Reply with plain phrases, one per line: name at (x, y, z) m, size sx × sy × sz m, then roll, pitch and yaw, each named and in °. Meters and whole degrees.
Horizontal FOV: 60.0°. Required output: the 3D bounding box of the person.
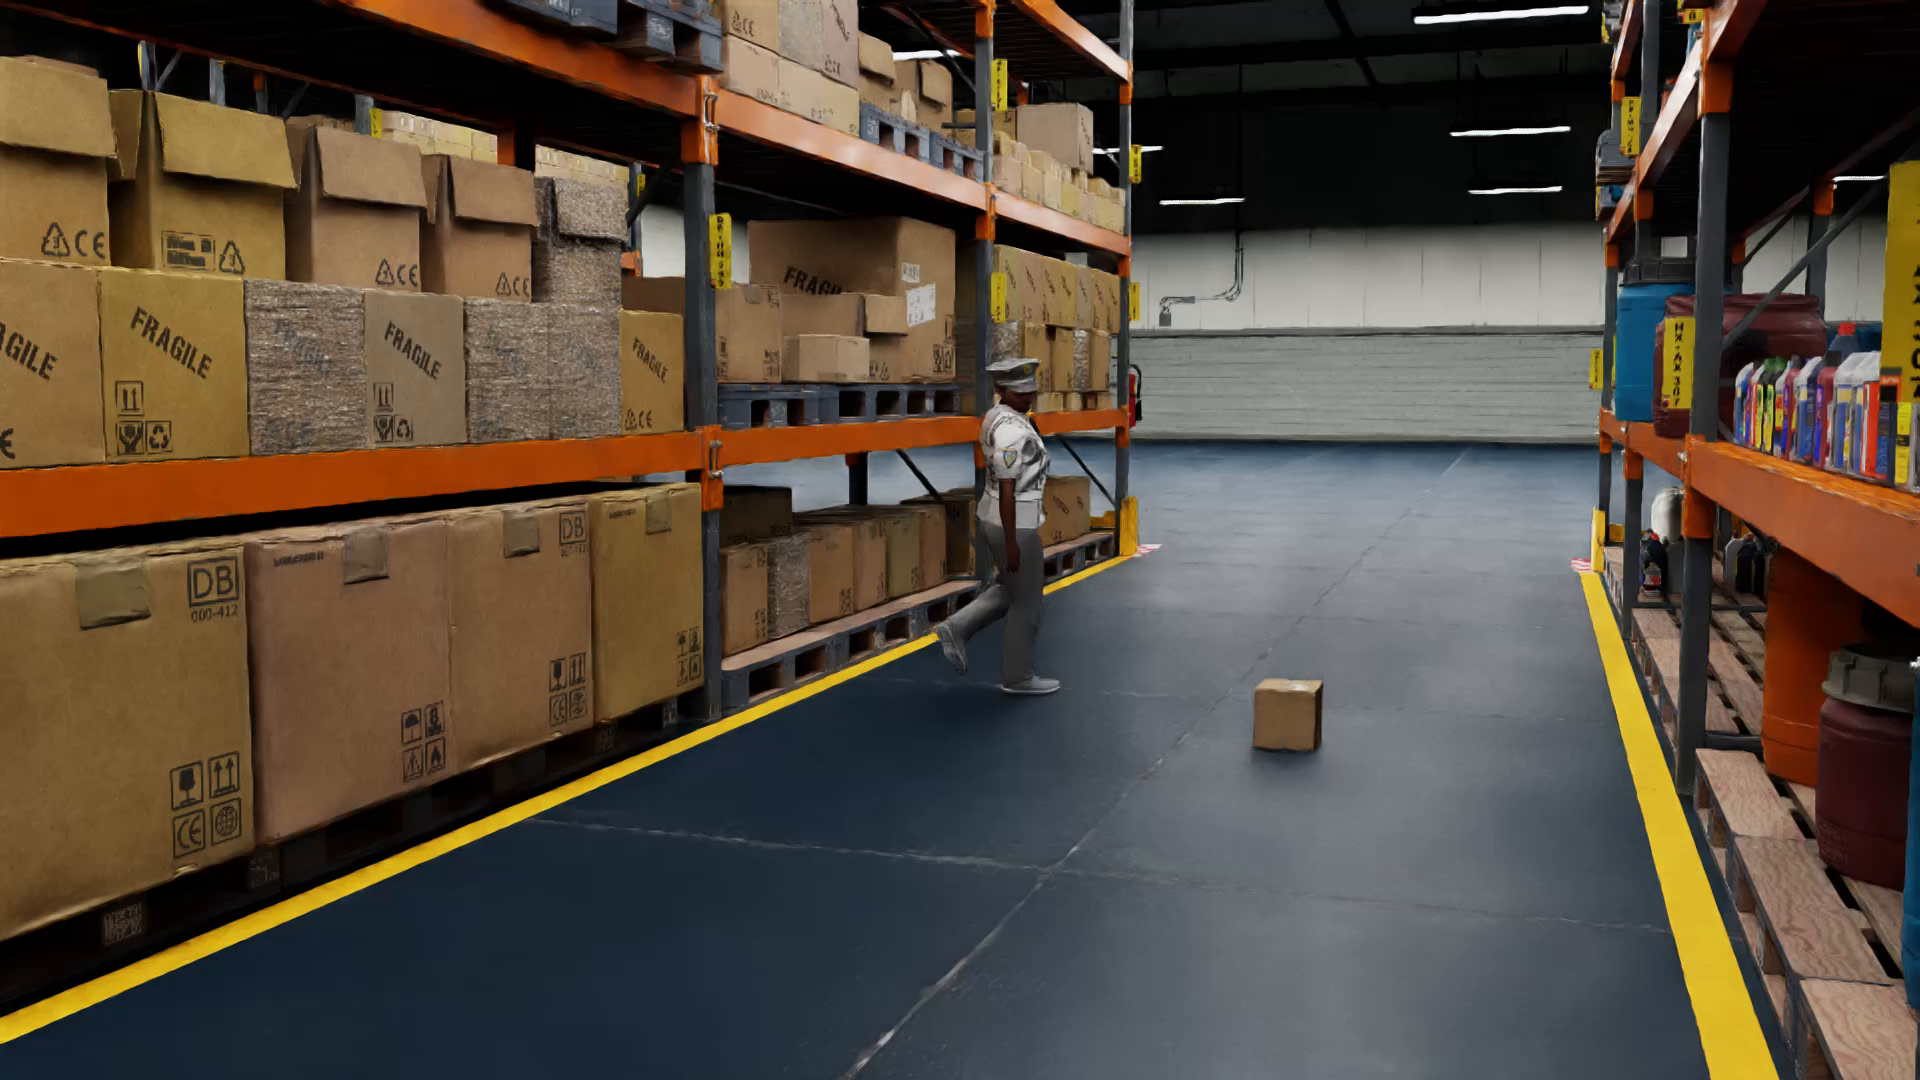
person at (0.213, -0.047, 7.907) m, size 0.621 × 1.629 × 0.540 m, roll -1°, pitch 5°, yaw -10°
